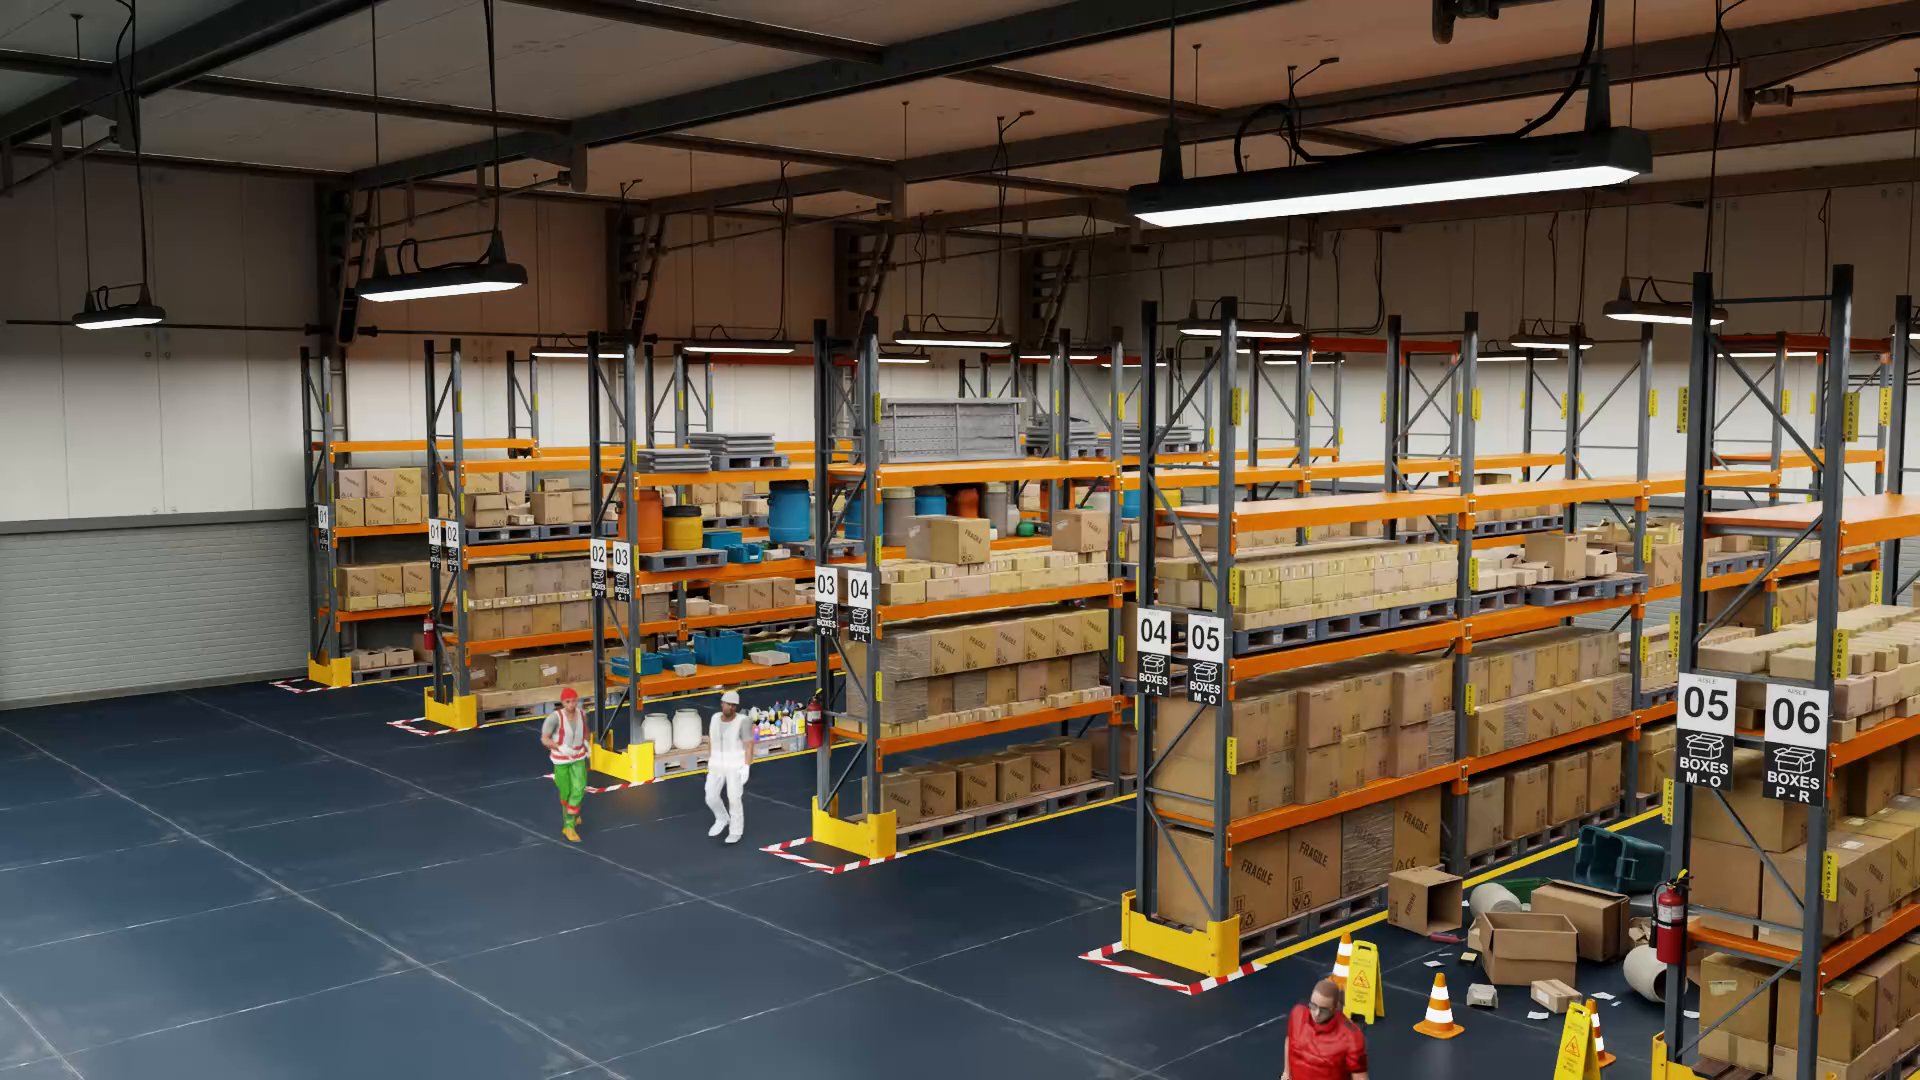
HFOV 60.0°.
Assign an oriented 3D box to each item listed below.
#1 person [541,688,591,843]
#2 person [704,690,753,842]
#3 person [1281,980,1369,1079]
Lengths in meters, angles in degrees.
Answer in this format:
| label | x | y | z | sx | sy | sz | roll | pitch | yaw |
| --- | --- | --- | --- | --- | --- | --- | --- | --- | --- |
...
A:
| label | x | y | z | sx | sy | sz | roll | pitch | yaw |
| --- | --- | --- | --- | --- | --- | --- | --- | --- | --- |
| person | -4.625 | 2.576 | 19.464 | 0.612 | 1.778 | 0.846 | -2 | 6 | -24 |
| person | -2.658 | 2.595 | 19.098 | 0.650 | 1.764 | 0.478 | 2 | 5 | 17 |
| person | 2.236 | 3.434 | 10.266 | 0.831 | 1.649 | 0.643 | 5 | 7 | 42 |
